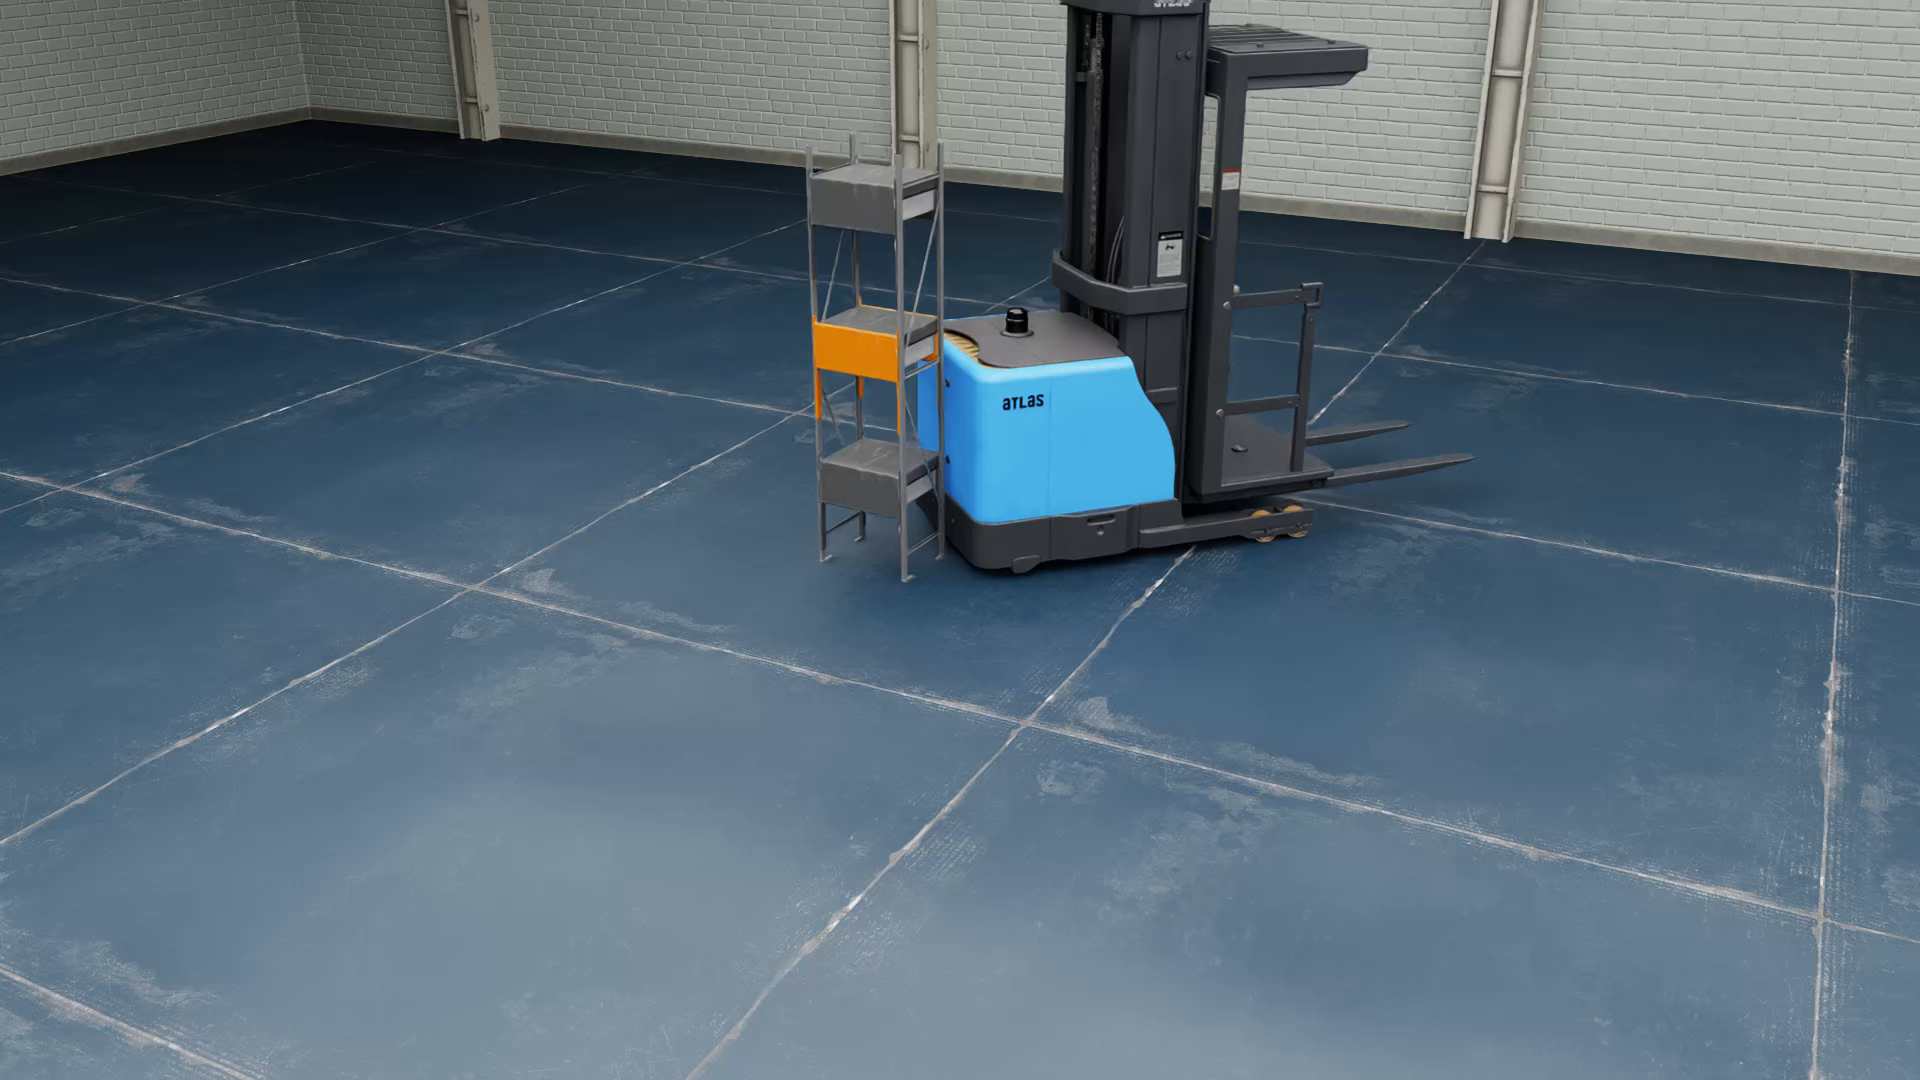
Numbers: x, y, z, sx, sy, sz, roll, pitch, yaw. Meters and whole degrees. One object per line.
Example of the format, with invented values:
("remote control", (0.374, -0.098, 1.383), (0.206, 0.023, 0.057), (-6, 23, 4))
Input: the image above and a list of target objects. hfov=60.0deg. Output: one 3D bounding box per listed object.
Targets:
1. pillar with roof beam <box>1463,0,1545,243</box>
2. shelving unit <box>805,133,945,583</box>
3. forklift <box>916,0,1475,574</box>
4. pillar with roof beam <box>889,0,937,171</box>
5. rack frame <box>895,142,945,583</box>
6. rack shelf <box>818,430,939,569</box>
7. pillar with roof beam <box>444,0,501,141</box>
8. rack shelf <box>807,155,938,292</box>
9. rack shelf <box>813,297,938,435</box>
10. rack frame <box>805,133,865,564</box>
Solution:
("pillar with roof beam", (2.925, -5.426, 10.011), (0.400, 9.000, 9.100), (11, 25, 25))
("shelving unit", (-0.395, -0.867, 8.107), (0.503, 2.100, 0.431), (13, 26, 27))
("forklift", (1.335, -1.521, 8.582), (3.031, 2.935, 1.130), (-8, 24, -18))
("pillar with roof beam", (-2.430, -6.486, 12.502), (0.400, 9.000, 9.100), (11, 25, 25))
("rack frame", (-0.184, -0.820, 7.995), (0.015, 2.100, 0.400), (13, 26, 27))
("rack shelf", (-0.395, -0.211, 8.386), (0.480, 0.518, 0.431), (13, 26, 27))
("pillar with roof beam", (-7.784, -7.545, 14.993), (0.400, 9.000, 9.100), (11, 25, 25))
("rack shelf", (-0.395, -1.499, 7.838), (0.480, 0.518, 0.431), (13, 26, 27))
("rack shelf", (-0.395, -0.855, 8.112), (0.480, 0.518, 0.431), (13, 26, 27))
("rack frame", (-0.606, -0.915, 8.219), (0.015, 2.100, 0.400), (13, 26, 27))
